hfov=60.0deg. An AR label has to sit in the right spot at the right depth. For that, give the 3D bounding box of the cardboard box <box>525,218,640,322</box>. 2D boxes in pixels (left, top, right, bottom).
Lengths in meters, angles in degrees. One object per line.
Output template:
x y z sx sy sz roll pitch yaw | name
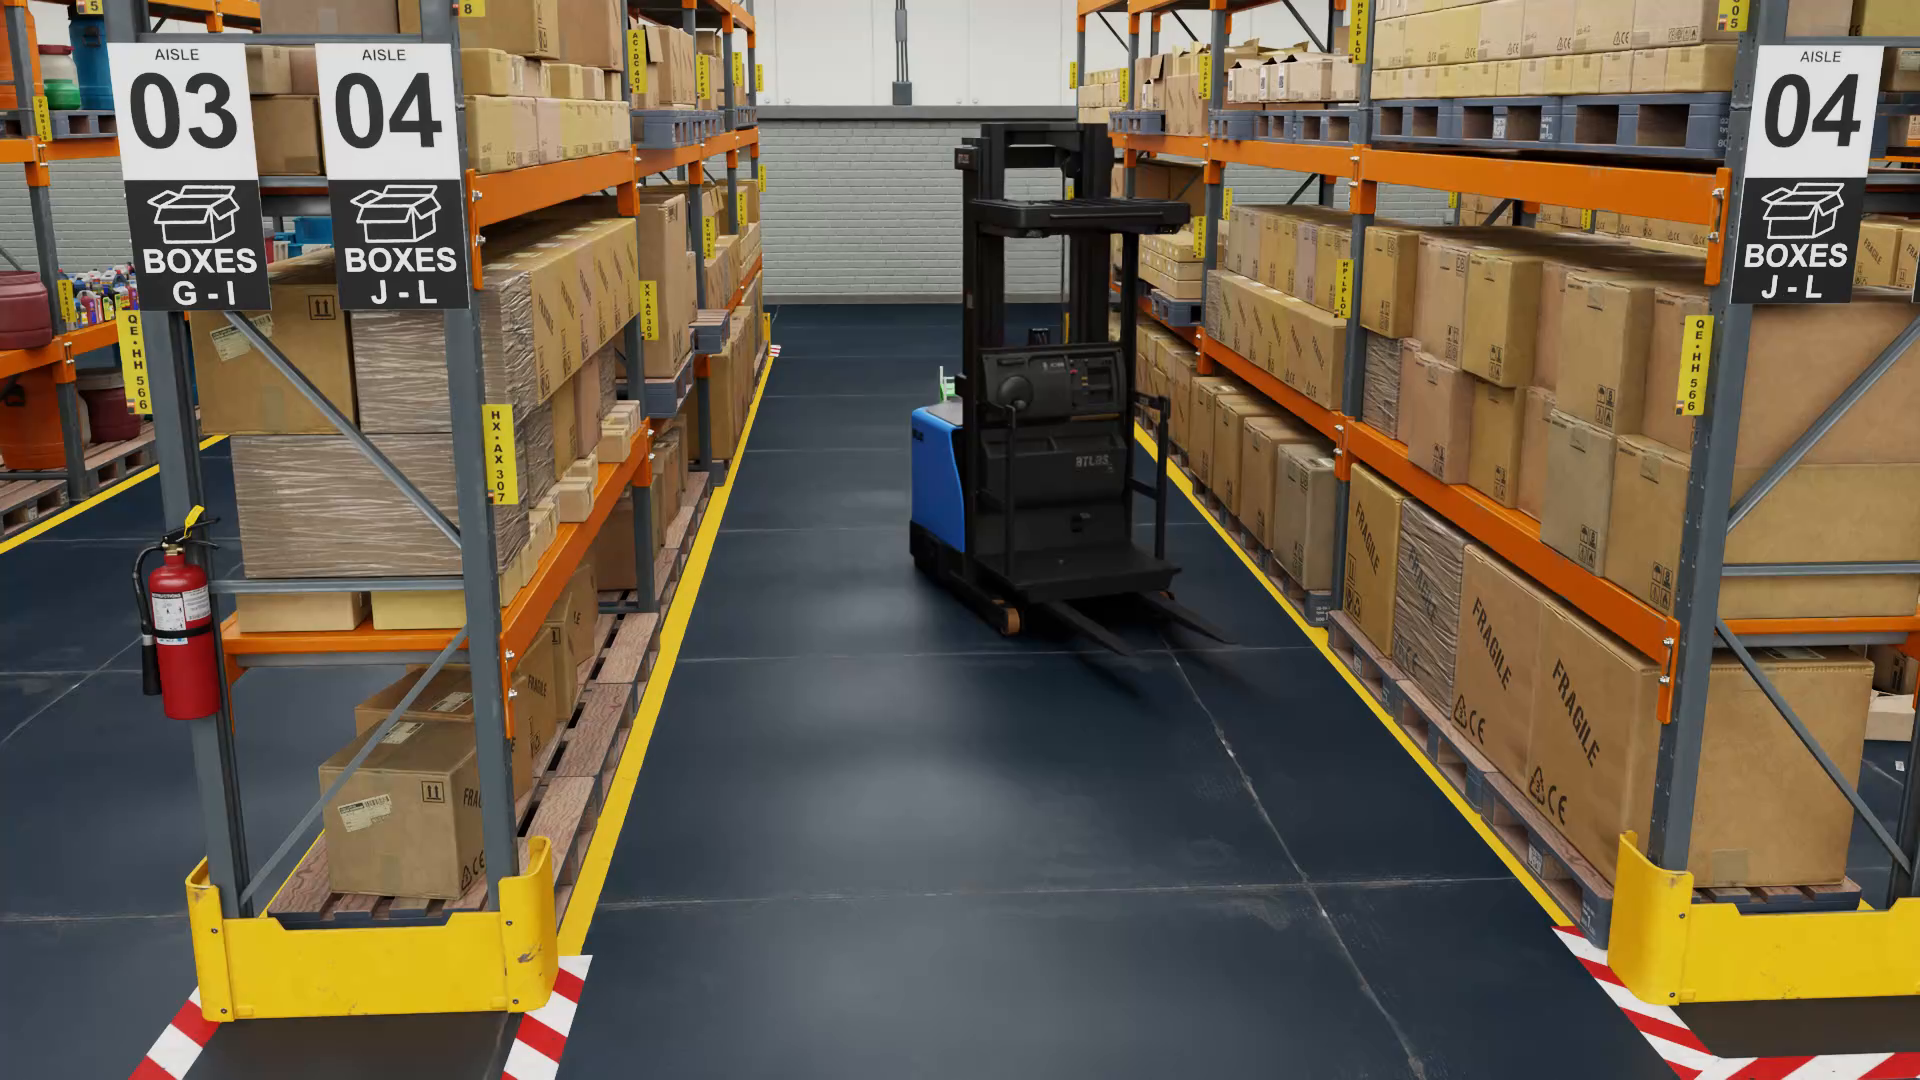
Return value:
-1.964 -1.410 8.681 0.500 0.500 0.500 -1 14 -3 | cardboard box

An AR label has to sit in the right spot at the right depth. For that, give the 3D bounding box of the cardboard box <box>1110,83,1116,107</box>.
1.891 -4.744 17.724 0.500 0.250 0.500 -1 15 -6 | cardboard box

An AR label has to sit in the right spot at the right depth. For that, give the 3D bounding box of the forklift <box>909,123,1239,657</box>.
0.657 -0.974 9.929 1.130 2.935 3.031 -5 15 -20 | forklift

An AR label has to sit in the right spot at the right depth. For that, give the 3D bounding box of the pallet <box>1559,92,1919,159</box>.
2.881 -1.491 5.961 1.003 0.211 1.213 -1 14 -3 | pallet

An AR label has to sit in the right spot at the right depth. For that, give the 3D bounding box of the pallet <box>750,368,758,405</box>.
-2.731 -1.670 18.094 1.003 0.211 1.213 -1 14 -3 | pallet

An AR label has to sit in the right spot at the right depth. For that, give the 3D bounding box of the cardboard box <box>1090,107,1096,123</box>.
1.792 -4.882 19.262 0.500 0.250 0.500 -1 14 -5 | cardboard box

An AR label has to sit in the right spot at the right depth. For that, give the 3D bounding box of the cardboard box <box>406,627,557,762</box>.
-2.132 0.702 7.453 0.500 0.500 0.500 0 14 2 | cardboard box

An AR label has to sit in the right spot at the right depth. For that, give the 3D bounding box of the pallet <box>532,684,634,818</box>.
-2.111 0.980 7.792 1.003 0.211 1.213 -1 14 -3 | pallet

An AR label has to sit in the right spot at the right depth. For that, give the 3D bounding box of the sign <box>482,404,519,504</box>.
-1.477 -0.274 5.332 0.100 0.325 0.005 -1 14 -3 | sign

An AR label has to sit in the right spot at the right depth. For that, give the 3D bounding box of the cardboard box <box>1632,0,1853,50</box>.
2.629 -1.791 5.607 0.500 0.250 0.500 -1 14 -3 | cardboard box

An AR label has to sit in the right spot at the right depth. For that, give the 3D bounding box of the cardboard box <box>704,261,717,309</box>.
-2.273 -2.009 13.614 0.500 0.500 0.500 0 14 -2 | cardboard box

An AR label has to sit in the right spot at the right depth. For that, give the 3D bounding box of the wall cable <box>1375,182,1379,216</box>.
6.508 -5.887 26.786 0.585 1.953 0.123 -1 14 -3 | wall cable

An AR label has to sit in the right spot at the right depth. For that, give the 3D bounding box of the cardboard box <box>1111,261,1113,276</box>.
1.818 -2.890 17.742 0.380 0.149 0.250 -1 14 -5 | cardboard box

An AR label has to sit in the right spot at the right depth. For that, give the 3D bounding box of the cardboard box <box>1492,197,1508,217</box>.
6.705 -4.131 19.854 0.500 0.500 0.500 -1 14 -4 | cardboard box

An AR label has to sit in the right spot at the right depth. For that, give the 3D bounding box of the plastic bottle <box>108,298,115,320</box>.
-7.179 -1.953 13.996 0.097 0.201 0.097 0 14 0 | plastic bottle

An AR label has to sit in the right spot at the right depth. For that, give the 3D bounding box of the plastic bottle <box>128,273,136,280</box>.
-7.911 -2.452 15.936 0.097 0.201 0.097 0 14 0 | plastic bottle

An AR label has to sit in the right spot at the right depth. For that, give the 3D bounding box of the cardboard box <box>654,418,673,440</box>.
-2.400 -0.903 12.146 0.500 0.250 0.500 1 14 3 | cardboard box

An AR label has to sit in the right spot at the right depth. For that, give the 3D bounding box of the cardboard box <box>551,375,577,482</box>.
-2.184 -0.548 7.337 0.875 0.500 0.500 -1 14 -3 | cardboard box

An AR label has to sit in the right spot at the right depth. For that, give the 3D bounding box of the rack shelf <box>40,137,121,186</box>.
-7.582 -3.361 14.492 1.077 0.370 4.000 -1 14 -3 | rack shelf

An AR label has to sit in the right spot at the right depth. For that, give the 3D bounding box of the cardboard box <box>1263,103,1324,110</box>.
2.672 -3.534 13.522 0.500 0.500 0.500 -1 14 -3 | cardboard box

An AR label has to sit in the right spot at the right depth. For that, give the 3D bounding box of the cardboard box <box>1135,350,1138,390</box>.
1.975 -1.687 16.736 0.500 0.500 0.500 0 14 -1 | cardboard box

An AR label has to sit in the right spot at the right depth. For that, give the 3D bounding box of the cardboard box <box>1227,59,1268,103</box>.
2.267 -3.365 12.200 0.500 0.311 0.500 -1 14 -3 | cardboard box

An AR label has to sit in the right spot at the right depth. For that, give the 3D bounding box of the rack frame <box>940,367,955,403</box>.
-0.025 -0.683 12.273 0.240 1.200 0.015 -1 14 -3 | rack frame

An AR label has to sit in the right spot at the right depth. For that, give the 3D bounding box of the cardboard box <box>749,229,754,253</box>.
-2.616 -3.398 18.917 0.500 0.250 0.500 -1 14 -3 | cardboard box

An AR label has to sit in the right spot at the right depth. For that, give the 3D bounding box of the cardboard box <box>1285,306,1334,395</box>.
2.359 -1.192 10.438 0.500 0.500 0.500 -1 14 -4 | cardboard box

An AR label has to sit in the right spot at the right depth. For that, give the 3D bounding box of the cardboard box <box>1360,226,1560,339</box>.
2.678 -1.395 8.962 0.875 0.550 0.550 -1 14 -3 | cardboard box

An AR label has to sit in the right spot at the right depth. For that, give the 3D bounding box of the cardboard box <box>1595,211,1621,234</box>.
6.869 -3.402 17.022 0.500 0.500 0.500 -1 14 -3 | cardboard box

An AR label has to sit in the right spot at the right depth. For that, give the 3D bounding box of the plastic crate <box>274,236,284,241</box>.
-8.226 -3.466 19.695 0.416 0.233 0.300 -1 14 -3 | plastic crate

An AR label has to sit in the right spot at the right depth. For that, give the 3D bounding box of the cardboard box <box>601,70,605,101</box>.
-1.931 -2.209 8.071 0.380 0.149 0.250 -2 15 -6 | cardboard box

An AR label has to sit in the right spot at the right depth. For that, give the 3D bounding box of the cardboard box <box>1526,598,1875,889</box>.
2.830 0.761 6.471 0.875 0.875 0.875 -1 14 -3 | cardboard box

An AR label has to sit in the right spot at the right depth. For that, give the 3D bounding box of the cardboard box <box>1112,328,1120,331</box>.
1.896 -2.267 18.504 0.380 0.149 0.250 0 14 -2 | cardboard box

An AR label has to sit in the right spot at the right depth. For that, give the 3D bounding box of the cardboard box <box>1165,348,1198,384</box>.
2.096 -1.534 14.639 0.500 0.250 0.500 -1 14 -3 | cardboard box

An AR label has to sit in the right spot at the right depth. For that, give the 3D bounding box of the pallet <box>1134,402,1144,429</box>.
2.244 -1.338 16.802 1.003 0.211 1.213 -1 14 -3 | pallet

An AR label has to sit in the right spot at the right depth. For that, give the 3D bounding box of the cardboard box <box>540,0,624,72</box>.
-1.984 -2.620 8.369 0.500 0.500 0.500 -1 14 -5 | cardboard box

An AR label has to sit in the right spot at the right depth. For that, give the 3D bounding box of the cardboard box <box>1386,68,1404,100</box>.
2.391 -2.315 8.444 0.380 0.149 0.250 -1 14 -3 | cardboard box

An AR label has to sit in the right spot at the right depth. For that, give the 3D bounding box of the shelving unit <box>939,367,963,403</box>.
-0.010 -0.622 12.037 0.258 1.200 0.503 -1 14 -3 | shelving unit

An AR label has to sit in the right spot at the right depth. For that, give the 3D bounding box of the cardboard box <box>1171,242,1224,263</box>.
1.954 -2.372 13.691 0.380 0.149 0.250 -1 15 -6 | cardboard box

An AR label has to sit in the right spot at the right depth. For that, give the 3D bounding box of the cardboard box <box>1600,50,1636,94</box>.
2.547 -1.684 5.993 0.380 0.149 0.250 -1 14 -3 | cardboard box

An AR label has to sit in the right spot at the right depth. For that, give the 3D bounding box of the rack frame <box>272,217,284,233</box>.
-7.954 -3.749 20.576 1.000 3.000 0.127 -1 14 -3 | rack frame

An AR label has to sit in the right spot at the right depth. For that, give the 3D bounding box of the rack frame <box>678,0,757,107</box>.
-3.010 -6.730 20.126 1.000 3.000 0.127 -1 14 -3 | rack frame

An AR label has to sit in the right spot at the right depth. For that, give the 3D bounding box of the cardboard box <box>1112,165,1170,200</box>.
1.895 -3.671 17.471 0.500 0.500 0.500 -1 14 -5 | cardboard box

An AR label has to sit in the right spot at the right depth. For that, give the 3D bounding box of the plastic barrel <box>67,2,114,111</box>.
-7.447 -4.231 14.581 0.600 0.901 0.708 -1 14 -3 | plastic barrel

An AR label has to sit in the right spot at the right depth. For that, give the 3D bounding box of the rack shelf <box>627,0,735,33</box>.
-2.639 -4.696 14.466 1.077 0.370 4.000 -1 14 -3 | rack shelf

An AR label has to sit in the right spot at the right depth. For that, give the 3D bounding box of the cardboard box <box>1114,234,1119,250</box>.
1.760 -3.002 16.740 0.380 0.149 0.250 -1 14 -3 | cardboard box

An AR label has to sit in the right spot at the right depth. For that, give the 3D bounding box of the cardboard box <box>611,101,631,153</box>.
-1.978 -2.111 8.494 0.500 0.250 0.500 0 14 -1 | cardboard box

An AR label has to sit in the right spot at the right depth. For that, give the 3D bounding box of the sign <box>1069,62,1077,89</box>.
1.405 -5.744 20.558 0.100 0.325 0.005 -1 14 -3 | sign

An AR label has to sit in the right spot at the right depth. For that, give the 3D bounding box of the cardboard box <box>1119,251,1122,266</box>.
1.783 -2.790 16.510 0.380 0.149 0.250 -1 14 -3 | cardboard box

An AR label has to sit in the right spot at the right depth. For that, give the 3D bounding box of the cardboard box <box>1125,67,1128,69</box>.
1.902 -4.771 17.026 0.380 0.149 0.250 -2 15 -6 | cardboard box

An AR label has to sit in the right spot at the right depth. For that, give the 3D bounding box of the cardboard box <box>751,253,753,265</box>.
-2.547 -3.175 18.851 0.380 0.149 0.250 -1 14 -5 | cardboard box

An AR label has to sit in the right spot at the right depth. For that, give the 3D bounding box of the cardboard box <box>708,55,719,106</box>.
-2.871 -4.777 17.309 0.700 0.500 0.500 -2 15 -7 | cardboard box

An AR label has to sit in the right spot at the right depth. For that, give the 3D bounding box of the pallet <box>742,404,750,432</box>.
-2.639 -1.289 16.613 1.003 0.211 1.213 -1 14 -3 | pallet

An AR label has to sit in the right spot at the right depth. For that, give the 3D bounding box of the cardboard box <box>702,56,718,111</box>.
-2.717 -4.391 16.008 0.700 0.500 0.500 -1 14 -2 | cardboard box

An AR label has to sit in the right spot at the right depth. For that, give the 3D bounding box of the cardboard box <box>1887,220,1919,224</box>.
7.682 -2.276 13.210 0.500 0.500 0.500 -1 14 -5 | cardboard box

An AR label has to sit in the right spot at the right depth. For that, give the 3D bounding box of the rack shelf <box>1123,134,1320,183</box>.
2.318 -3.489 14.989 1.077 0.370 4.000 -1 14 -3 | rack shelf

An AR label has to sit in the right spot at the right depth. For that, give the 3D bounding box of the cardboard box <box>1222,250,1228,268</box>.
2.543 -2.494 14.766 0.380 0.149 0.250 -1 14 -3 | cardboard box

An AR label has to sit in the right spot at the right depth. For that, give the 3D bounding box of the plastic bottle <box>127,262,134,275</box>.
-8.101 -2.566 16.215 0.061 0.283 0.133 -1 14 -3 | plastic bottle

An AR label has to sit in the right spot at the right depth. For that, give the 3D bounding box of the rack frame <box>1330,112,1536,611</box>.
2.690 -0.892 9.474 1.000 3.000 0.127 -1 14 -3 | rack frame

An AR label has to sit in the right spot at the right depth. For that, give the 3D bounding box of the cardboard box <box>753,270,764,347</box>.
-2.891 -2.842 20.472 0.875 0.875 0.875 -1 14 -3 | cardboard box

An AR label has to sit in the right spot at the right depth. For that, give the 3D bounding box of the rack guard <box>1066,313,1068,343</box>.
1.951 -2.647 21.311 1.175 0.500 0.348 -1 14 -3 | rack guard

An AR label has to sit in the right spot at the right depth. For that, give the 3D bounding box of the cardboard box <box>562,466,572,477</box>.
-1.943 -0.233 7.418 0.380 0.149 0.250 -1 14 -3 | cardboard box
